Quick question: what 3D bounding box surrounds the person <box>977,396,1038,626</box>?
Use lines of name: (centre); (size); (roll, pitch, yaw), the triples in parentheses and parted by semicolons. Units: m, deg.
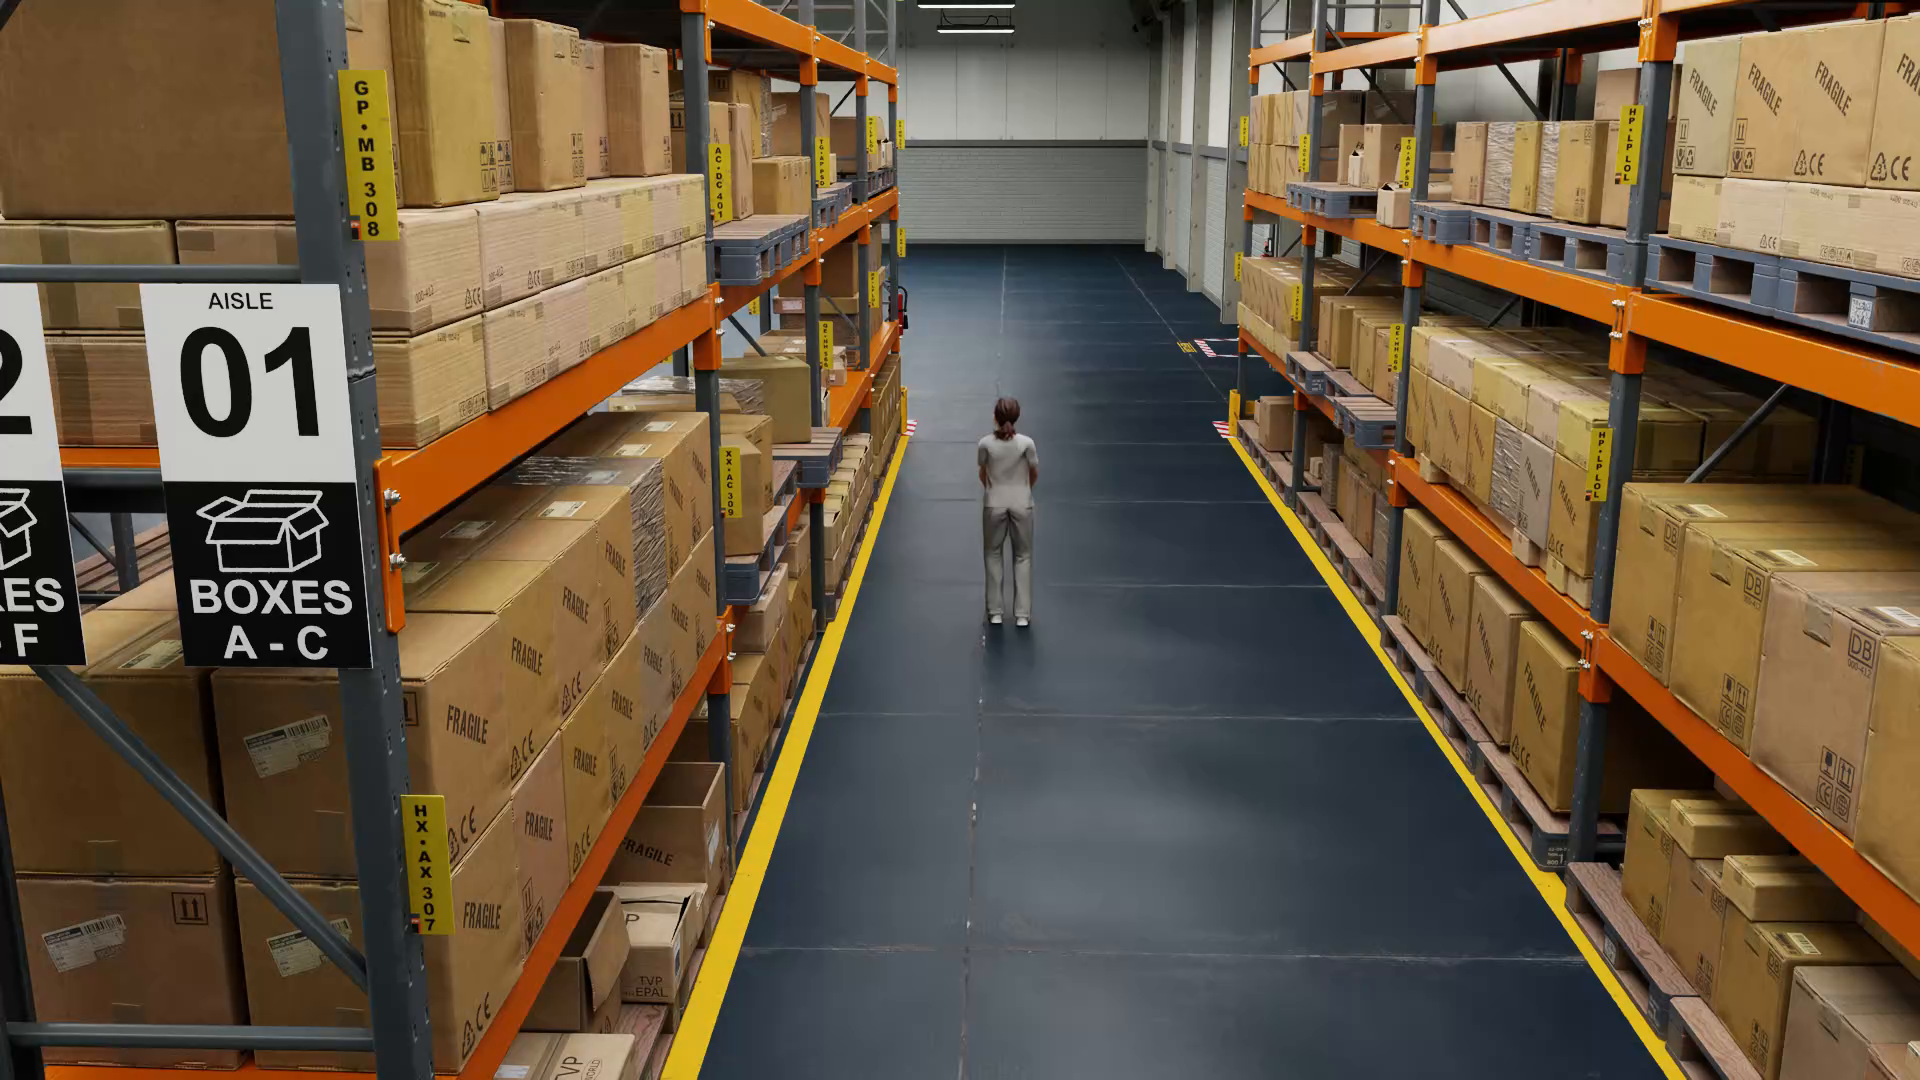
person: (0.341, -0.223, 11.925); (0.436, 1.666, 0.554); (1, 14, 2)
